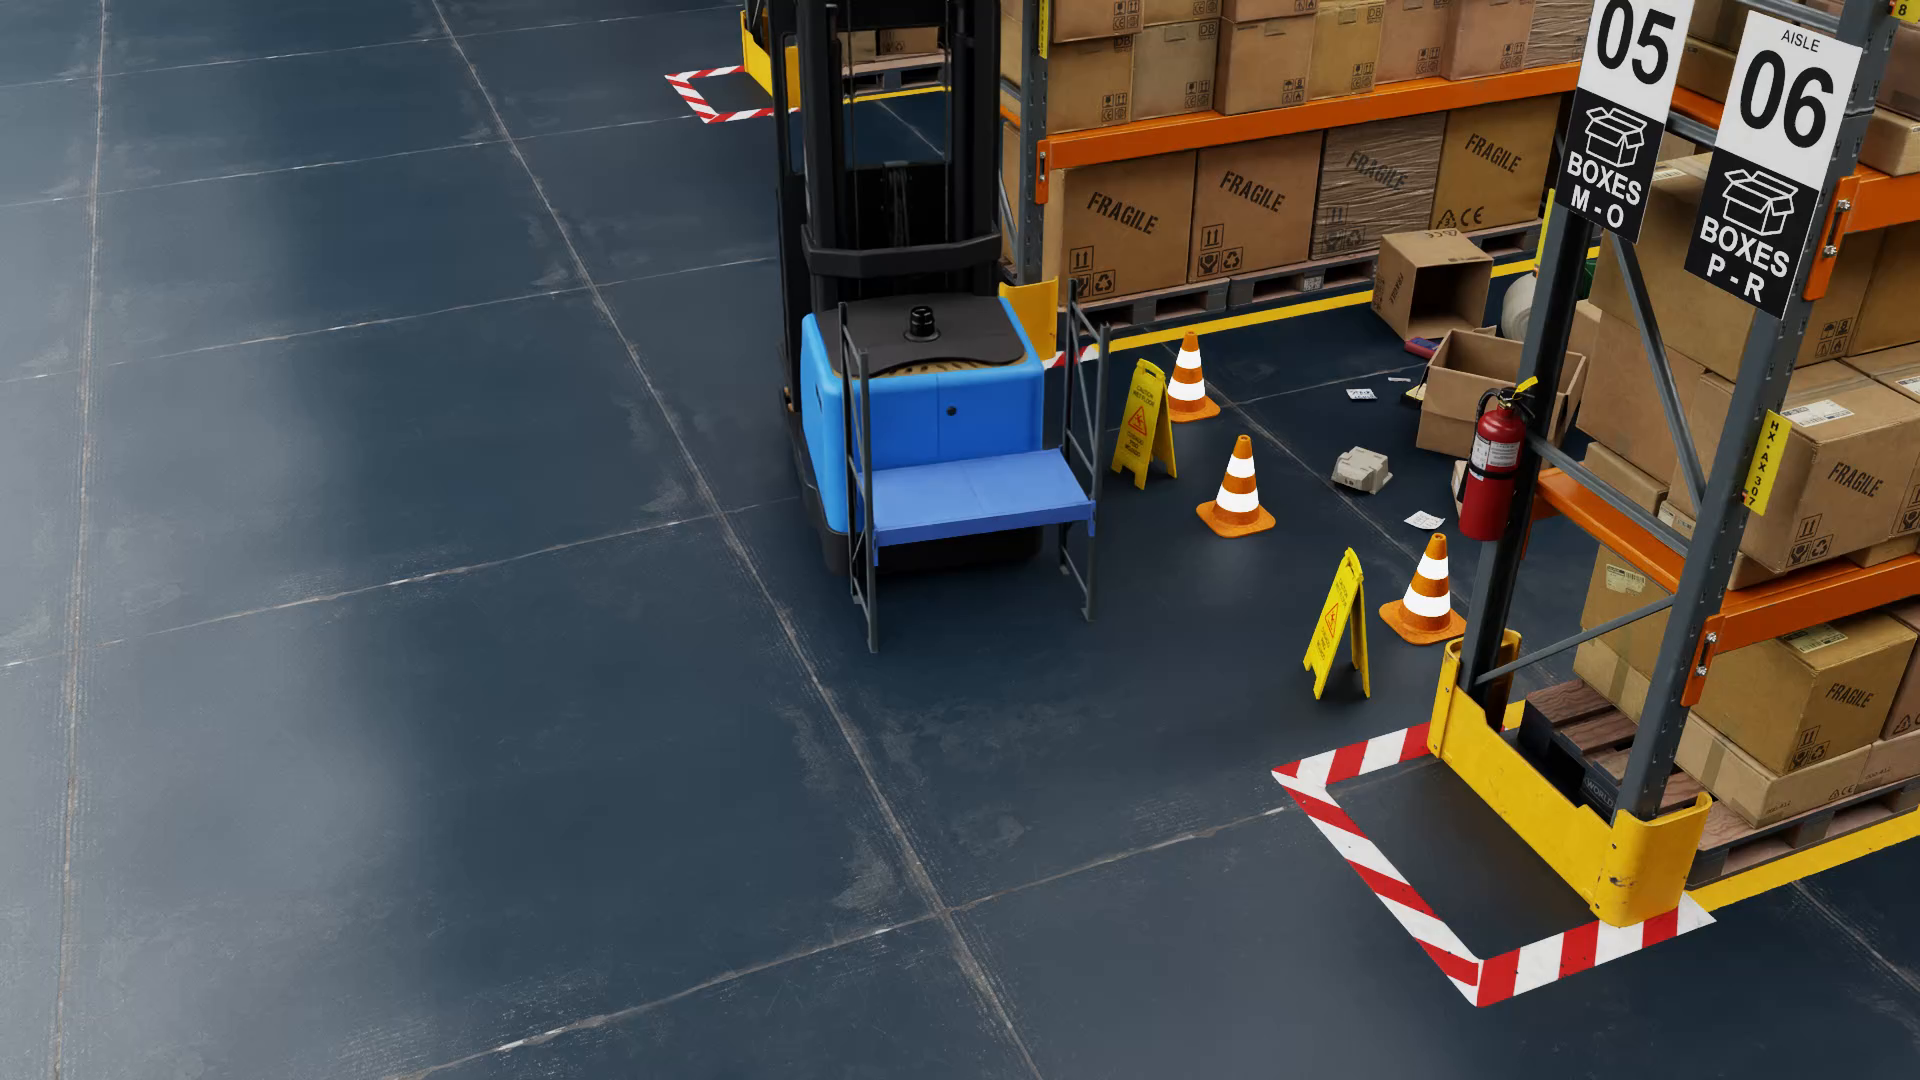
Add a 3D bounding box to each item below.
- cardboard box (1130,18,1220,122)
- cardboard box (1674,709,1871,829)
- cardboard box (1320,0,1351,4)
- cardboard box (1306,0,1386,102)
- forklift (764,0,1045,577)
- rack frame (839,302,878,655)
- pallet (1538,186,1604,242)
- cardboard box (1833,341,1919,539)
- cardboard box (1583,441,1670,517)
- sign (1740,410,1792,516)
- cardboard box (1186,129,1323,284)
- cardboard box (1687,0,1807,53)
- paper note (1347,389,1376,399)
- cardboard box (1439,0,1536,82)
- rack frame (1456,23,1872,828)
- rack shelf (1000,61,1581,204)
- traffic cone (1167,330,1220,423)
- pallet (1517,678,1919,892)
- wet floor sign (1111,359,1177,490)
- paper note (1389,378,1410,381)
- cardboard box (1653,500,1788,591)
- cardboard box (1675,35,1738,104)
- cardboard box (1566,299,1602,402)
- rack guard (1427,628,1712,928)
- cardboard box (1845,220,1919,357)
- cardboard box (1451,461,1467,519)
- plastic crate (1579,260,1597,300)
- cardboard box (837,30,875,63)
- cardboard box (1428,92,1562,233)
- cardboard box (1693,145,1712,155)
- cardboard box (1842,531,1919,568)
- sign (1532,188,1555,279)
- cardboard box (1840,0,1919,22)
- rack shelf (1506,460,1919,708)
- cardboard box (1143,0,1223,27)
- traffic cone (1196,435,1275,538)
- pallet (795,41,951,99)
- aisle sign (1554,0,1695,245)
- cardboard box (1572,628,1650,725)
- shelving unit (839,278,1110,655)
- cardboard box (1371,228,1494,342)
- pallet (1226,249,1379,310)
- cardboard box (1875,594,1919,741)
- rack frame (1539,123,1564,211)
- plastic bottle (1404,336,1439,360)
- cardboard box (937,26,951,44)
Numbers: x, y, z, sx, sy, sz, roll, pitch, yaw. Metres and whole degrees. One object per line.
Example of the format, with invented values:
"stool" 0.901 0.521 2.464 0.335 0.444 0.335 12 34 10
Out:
"cardboard box" 1.055 -2.904 9.825 0.550 0.550 0.875 -13 35 -19
"cardboard box" 3.092 0.800 6.405 0.500 0.250 0.500 -13 35 -19
"cardboard box" 2.068 -3.577 9.869 0.500 0.550 0.875 -13 35 -19
"cardboard box" 2.093 -3.091 10.113 0.500 0.550 0.875 -13 35 -19
"forklift" -0.399 -1.848 8.403 1.130 2.935 3.031 -6 34 -10
"rack frame" -0.441 -0.249 7.258 0.032 1.500 0.500 -8 34 -11
"pallet" 4.603 -2.489 11.882 1.213 0.211 1.003 -13 35 -19
"cardboard box" 3.262 -0.383 5.724 0.500 0.500 0.500 -12 35 -17
"cardboard box" 2.504 -0.226 6.077 0.250 0.149 0.380 -12 35 -17
"sign" 2.452 -0.235 5.067 0.005 0.325 0.100 -13 35 -19
"cardboard box" 1.642 -2.261 10.538 0.875 0.875 0.875 -13 35 -20
"cardboard box" 2.609 -1.707 5.238 0.500 0.250 0.500 -13 35 -20
"paper note" 2.297 -0.836 9.508 0.142 0.017 0.144 -2 33 -2
"cardboard box" 3.086 -3.309 10.447 0.550 0.550 0.875 -13 35 -19
"rack frame" 2.242 -0.145 5.722 0.127 3.000 1.000 -13 35 -19
"rack shelf" 2.076 -2.733 10.360 4.000 0.370 1.077 -13 35 -19
"traffic cone" 1.272 -0.947 9.282 0.334 0.463 0.336 -13 35 -19
"pallet" 3.074 0.854 6.744 1.213 0.211 1.003 -13 35 -19
"wet floor sign" 0.972 -0.624 8.617 0.232 0.644 0.267 -19 38 -27
"paper note" 2.557 -0.934 9.676 0.123 0.001 0.032 4 33 6
"cardboard box" 2.635 -0.007 5.741 0.250 0.149 0.380 -13 35 -19
"cardboard box" 2.462 -1.513 5.304 0.250 0.149 0.380 -13 35 -19
"cardboard box" 3.740 -1.001 9.202 0.503 0.637 0.797 -13 35 -19
"rack guard" 2.312 0.887 6.428 0.348 0.500 1.175 -13 35 -19
"cardboard box" 3.098 -1.051 5.834 0.500 0.500 0.700 -13 35 -18
"cardboard box" 2.667 -0.242 8.486 0.250 0.149 0.380 4 33 6
"plastic crate" 4.267 -1.607 10.495 0.662 0.188 0.450 4 23 6
"cardboard box" -1.013 -4.380 14.138 0.500 0.500 0.500 -7 34 -10
"cardboard box" 3.313 -2.645 11.128 0.875 0.875 0.875 -12 35 -18
"cardboard box" 5.349 -3.068 11.893 0.750 0.750 1.050 -13 35 -19
"cardboard box" 3.138 -0.083 5.857 0.250 0.149 0.380 -14 36 -20
"sign" 2.045 -1.046 5.756 0.005 0.325 0.100 -13 35 -19
"cardboard box" 2.648 -1.603 4.713 0.250 0.149 0.380 -13 35 -19
"rack shelf" 4.086 -0.265 6.567 4.000 0.370 1.077 -13 35 -19
"cardboard box" 1.061 -3.349 9.520 0.550 0.550 0.875 -13 35 -19
"traffic cone" 1.395 -0.307 8.298 0.334 0.463 0.336 -13 35 -19
"pallet" -0.762 -4.129 14.402 1.213 0.211 1.003 -13 35 -19
"aisle sign" 2.072 -1.367 5.217 0.004 0.787 0.394 -13 35 -19
"cardboard box" 2.905 0.521 6.835 0.500 0.250 0.500 -13 35 -19
"shelving unit" 0.053 -0.315 7.359 1.048 1.500 0.538 -8 34 -11
"cardboard box" 2.886 -1.567 10.197 0.500 0.500 0.500 -7 34 -11
"pallet" 2.062 -1.907 10.988 1.213 0.211 1.003 -13 35 -19
"cardboard box" 3.595 0.368 6.382 0.500 0.500 0.500 -14 36 -21
"rack frame" 3.920 -3.457 10.813 0.127 3.000 1.000 -13 35 -19
"plastic bottle" 2.811 -1.130 9.930 0.133 0.061 0.283 -27 42 -35
"cardboard box" 0.110 -4.646 14.547 0.500 0.500 0.500 -10 34 -14
